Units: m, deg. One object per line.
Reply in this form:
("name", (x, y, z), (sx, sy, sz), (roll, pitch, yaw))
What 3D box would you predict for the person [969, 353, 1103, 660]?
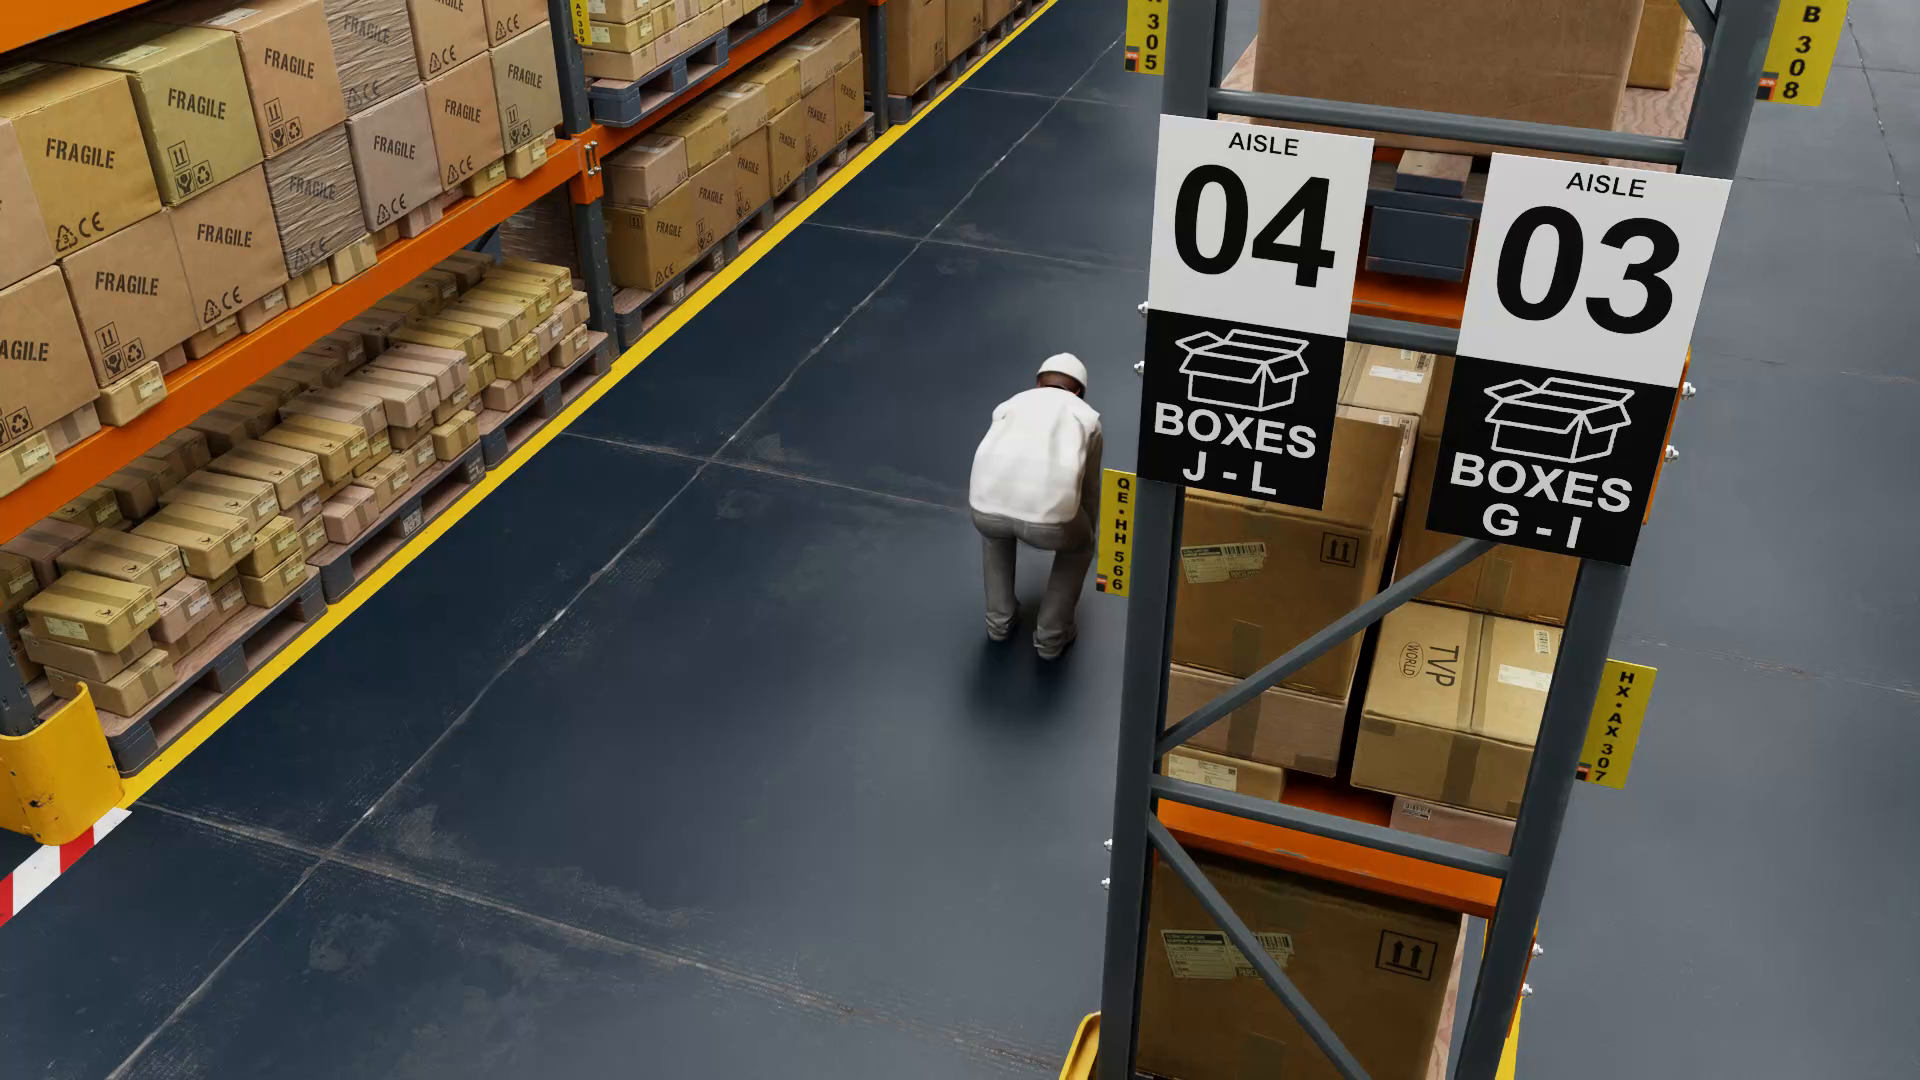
("person", (0.345, -0.130, 6.974), (0.495, 1.054, 0.997), (9, 34, 14))
